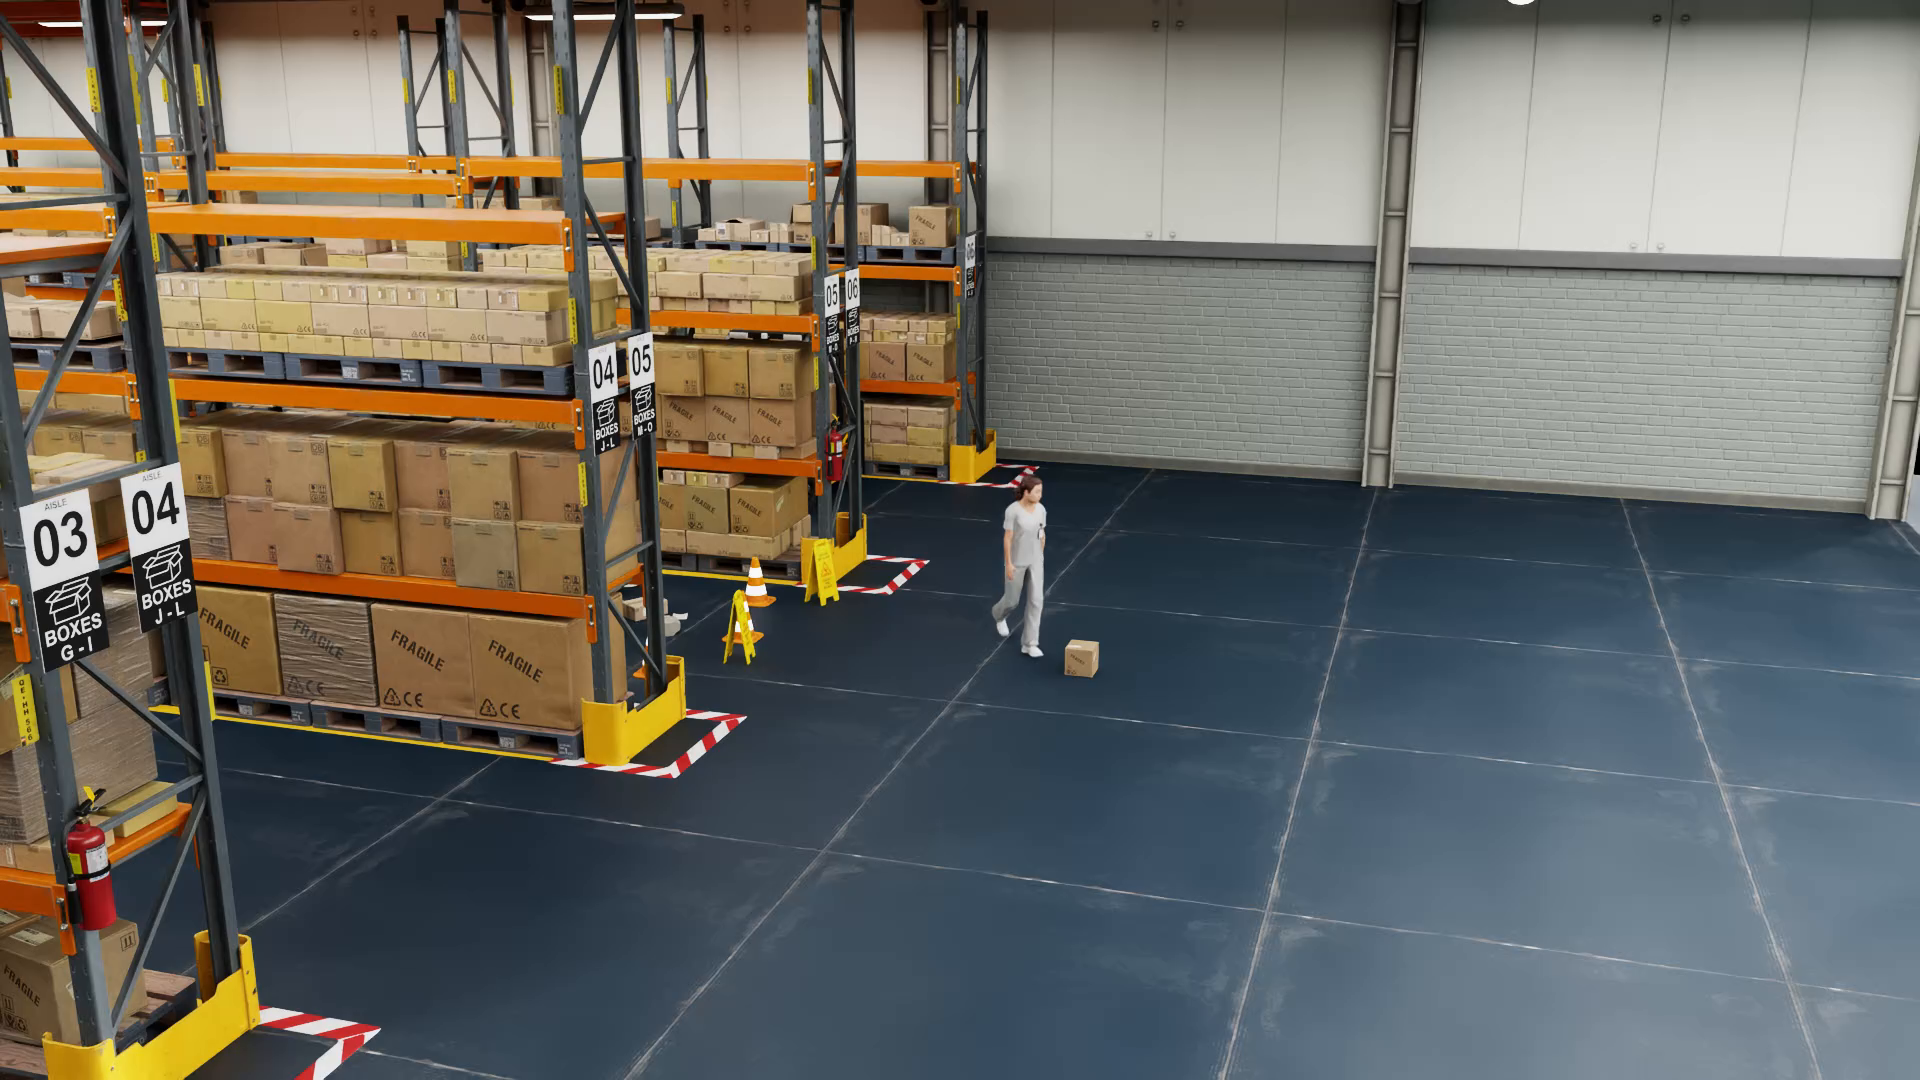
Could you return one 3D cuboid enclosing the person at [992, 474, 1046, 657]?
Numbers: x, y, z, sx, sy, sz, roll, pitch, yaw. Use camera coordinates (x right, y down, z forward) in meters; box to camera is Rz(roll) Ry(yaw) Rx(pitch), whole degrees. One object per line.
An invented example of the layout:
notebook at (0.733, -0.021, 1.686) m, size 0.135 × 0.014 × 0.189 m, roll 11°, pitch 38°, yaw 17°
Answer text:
person at (0.581, 0.191, 15.254) m, size 0.451 × 1.651 × 0.858 m, roll -6°, pitch 16°, yaw -21°
